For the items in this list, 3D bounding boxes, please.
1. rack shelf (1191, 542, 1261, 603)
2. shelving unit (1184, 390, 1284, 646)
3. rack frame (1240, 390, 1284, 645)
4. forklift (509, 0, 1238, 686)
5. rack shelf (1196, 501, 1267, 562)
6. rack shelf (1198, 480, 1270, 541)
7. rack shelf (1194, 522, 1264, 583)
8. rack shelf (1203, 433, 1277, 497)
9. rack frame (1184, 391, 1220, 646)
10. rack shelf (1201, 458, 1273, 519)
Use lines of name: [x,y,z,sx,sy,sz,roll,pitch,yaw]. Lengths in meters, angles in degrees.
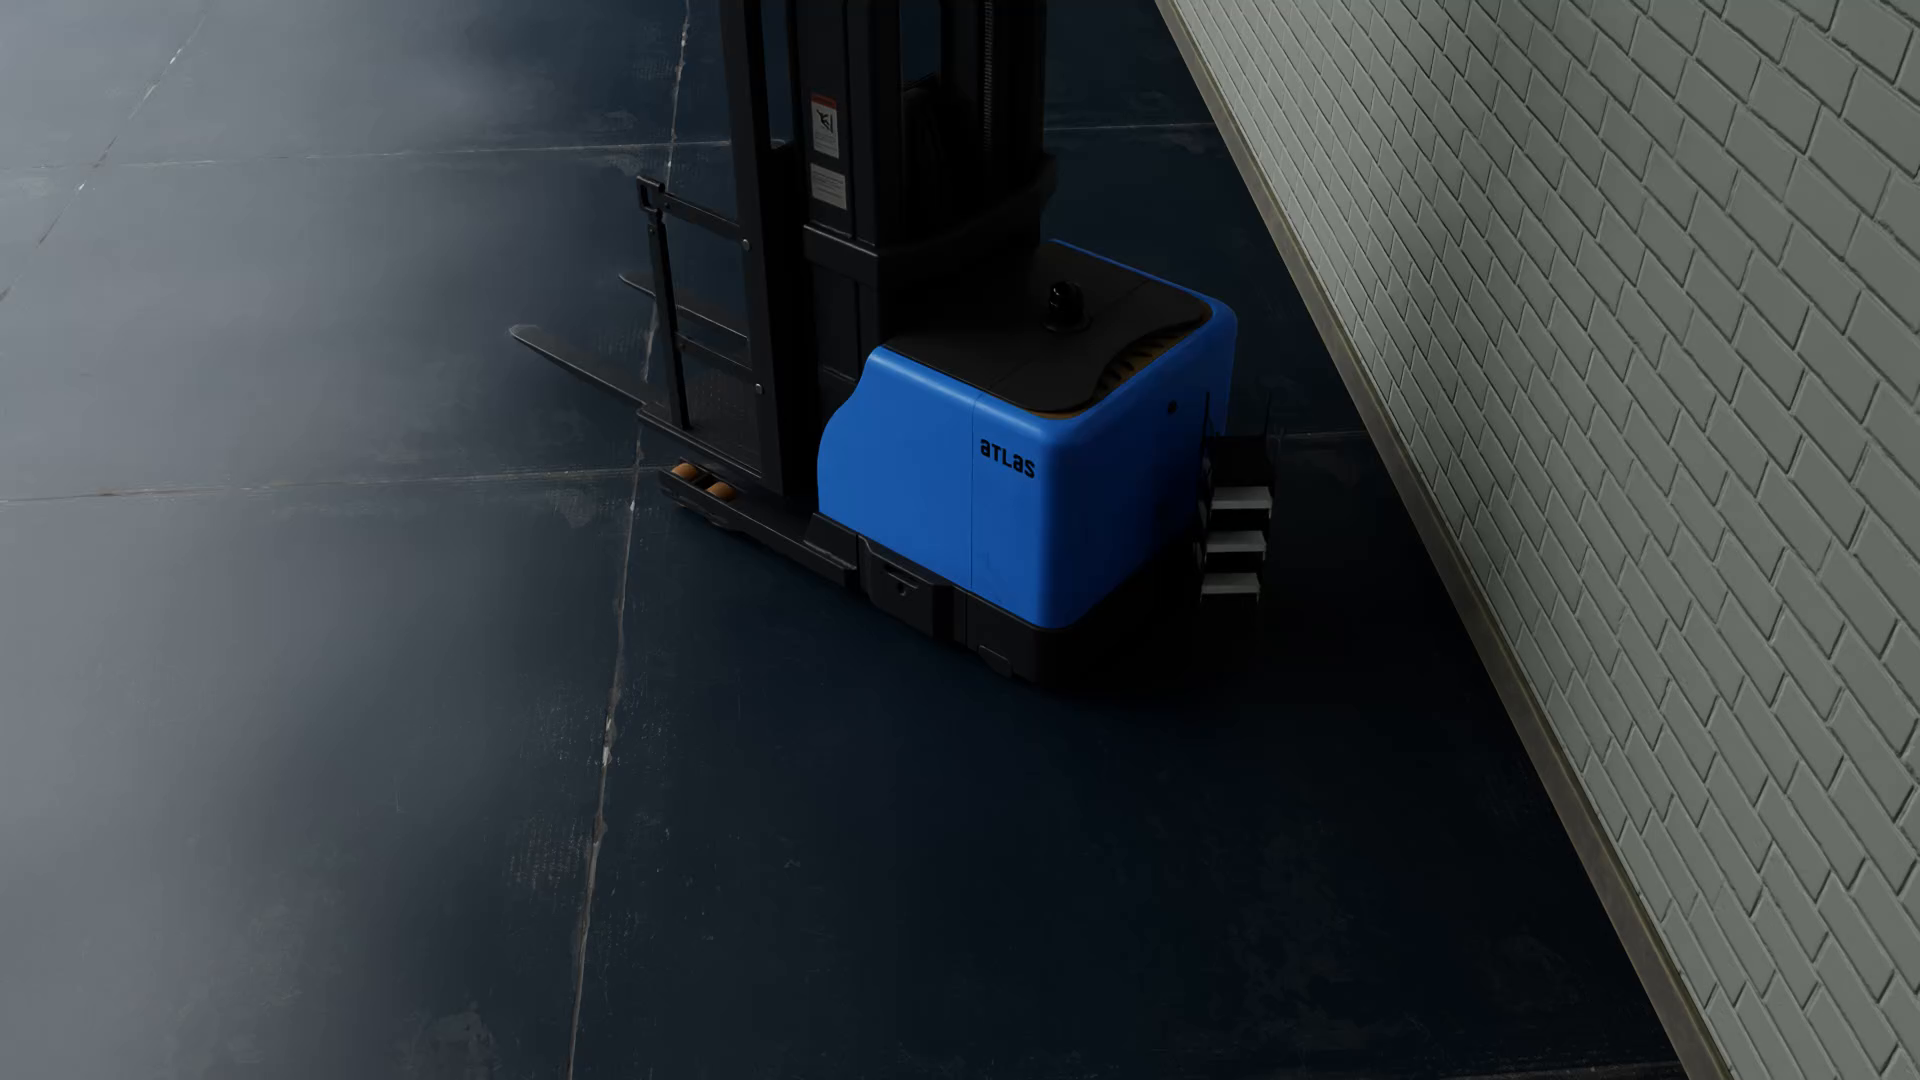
rack shelf: [0.912,0.107,5.733,0.200,0.077,0.258,-1,38,-1]
shelving unit: [0.912,-0.061,5.601,0.210,0.900,0.258,-1,38,-1]
rack frame: [1.014,-0.063,5.603,0.006,0.900,0.240,-1,38,-1]
forklift: [-0.523,-1.428,5.693,3.031,2.935,1.130,27,46,30]
rack shelf: [0.912,-0.035,5.621,0.200,0.077,0.258,-1,38,-1]
rack shelf: [0.912,-0.105,5.565,0.200,0.077,0.258,-1,38,-1]
rack shelf: [0.912,0.036,5.677,0.200,0.077,0.258,-1,38,-1]
rack shelf: [0.912,-0.247,5.454,0.200,0.077,0.258,-1,38,-1]
rack frame: [0.811,-0.059,5.598,0.006,0.900,0.240,-1,38,-1]
rack shelf: [0.912,-0.176,5.510,0.200,0.077,0.258,-1,38,-1]
